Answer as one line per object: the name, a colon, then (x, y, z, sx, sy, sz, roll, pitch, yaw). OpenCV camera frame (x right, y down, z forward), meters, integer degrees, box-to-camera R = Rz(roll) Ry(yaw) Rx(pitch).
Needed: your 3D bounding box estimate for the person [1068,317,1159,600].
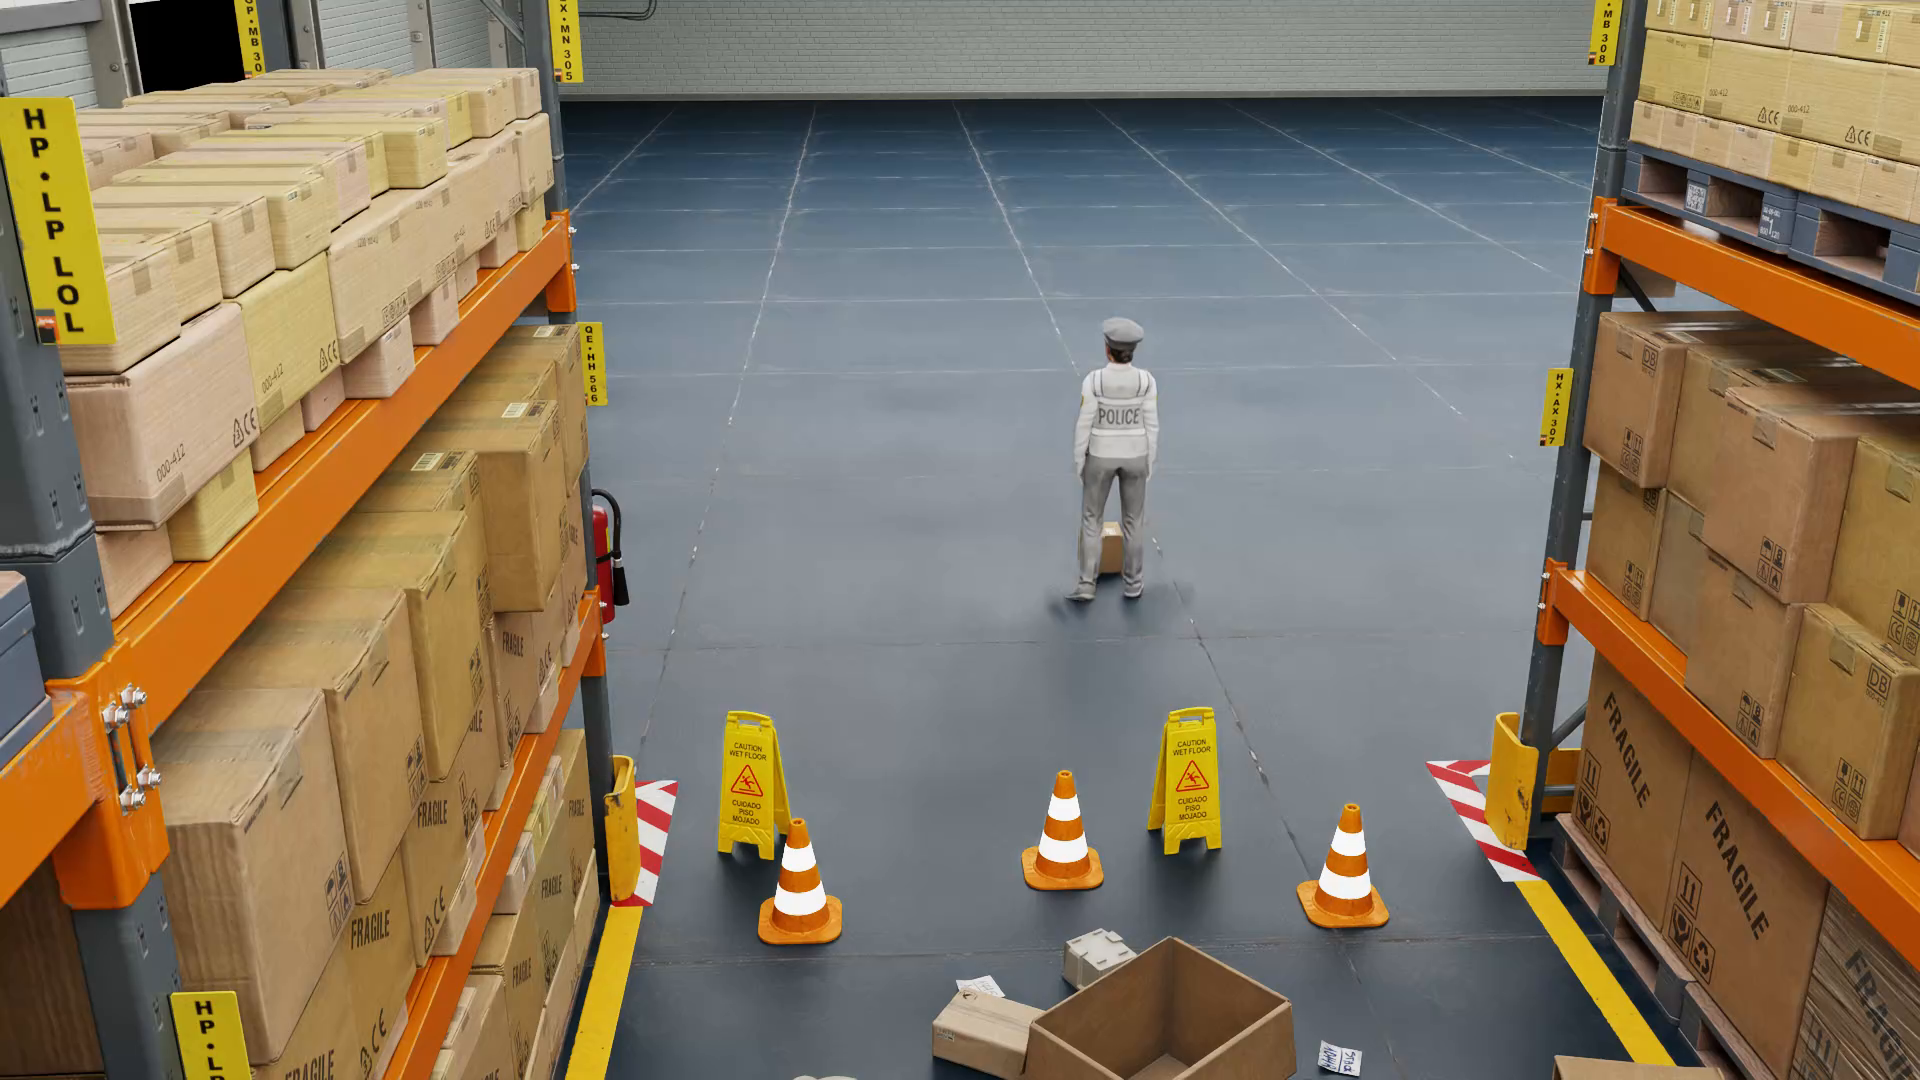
person: (0.902, -0.436, 9.763, 0.510, 1.740, 0.399, -1, 21, -2)
